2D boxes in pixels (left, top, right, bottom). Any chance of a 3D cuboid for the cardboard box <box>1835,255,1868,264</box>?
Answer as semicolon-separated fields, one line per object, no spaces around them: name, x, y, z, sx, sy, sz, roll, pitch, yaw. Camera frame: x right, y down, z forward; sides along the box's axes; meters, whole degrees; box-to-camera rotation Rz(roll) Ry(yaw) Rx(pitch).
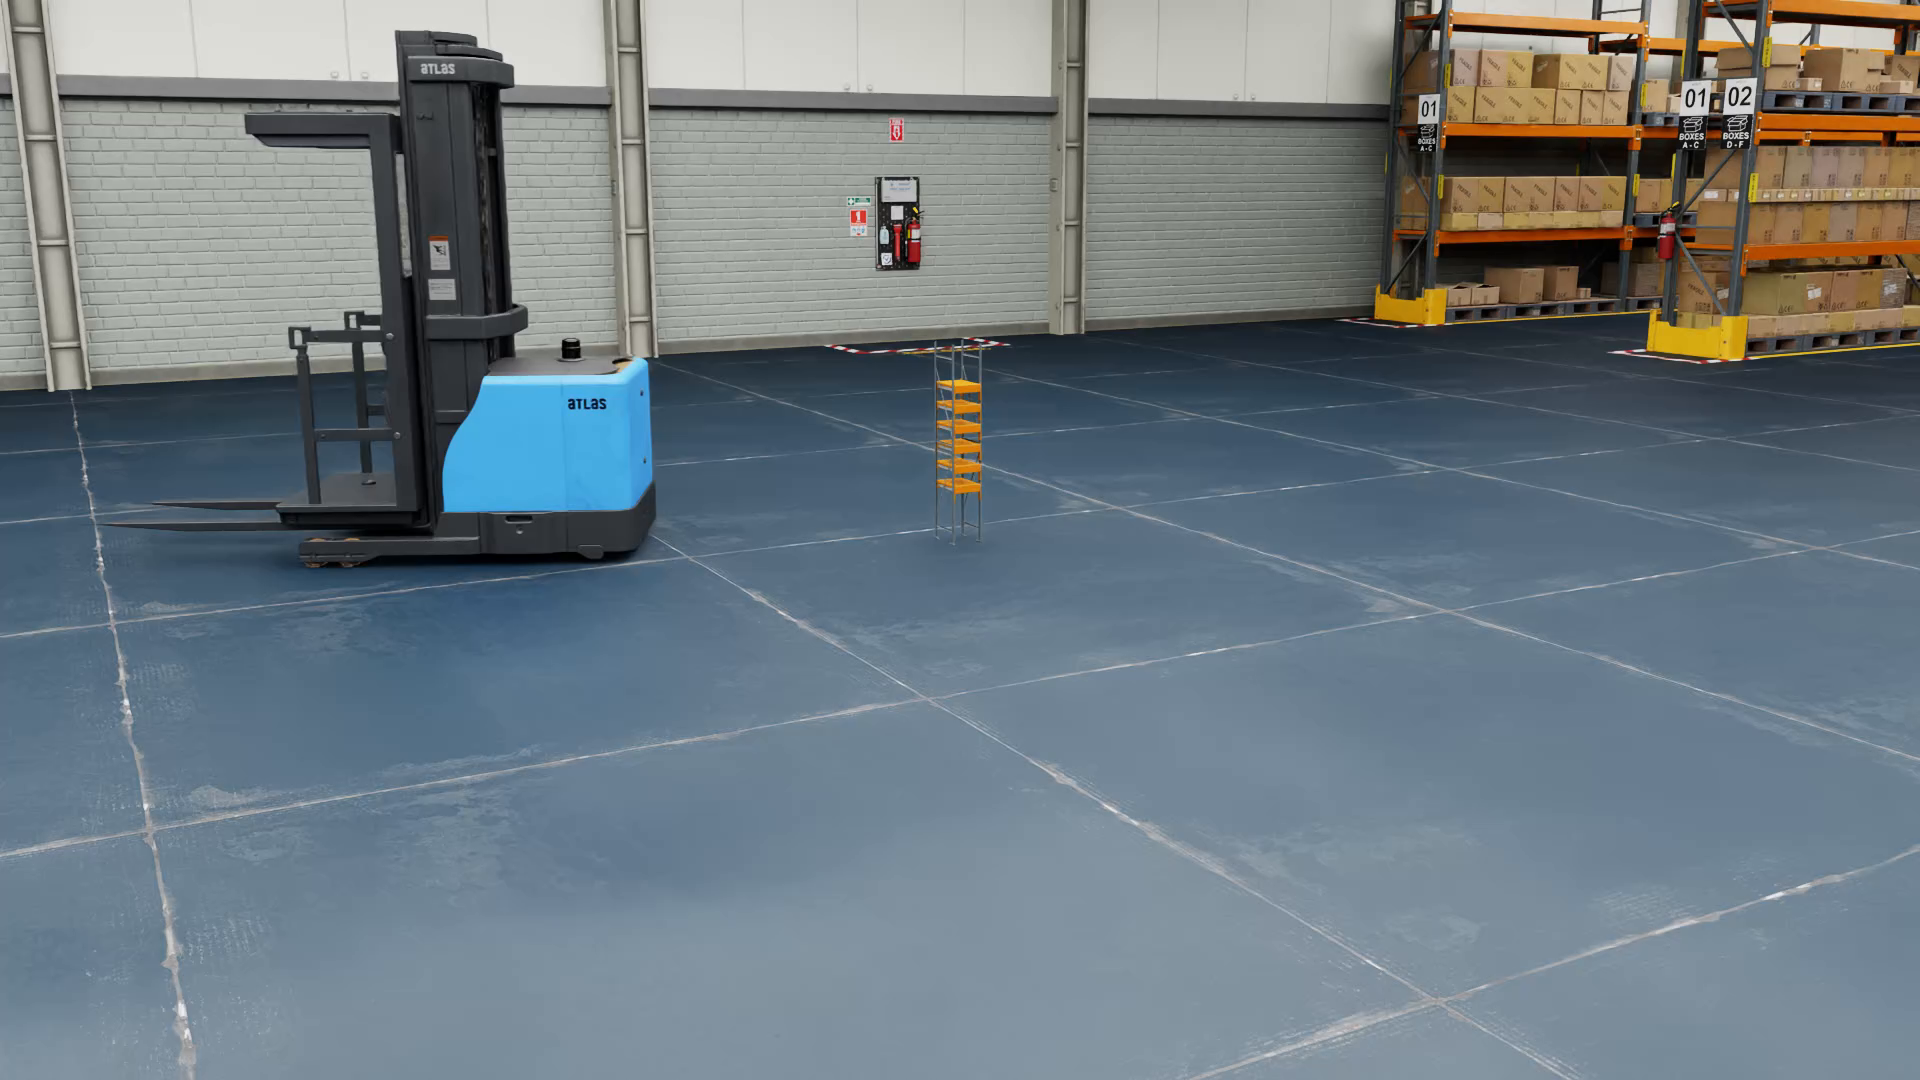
cardboard box;15.013;-4.804;28.563;0.750;0.750;0.750;-7;14;-28

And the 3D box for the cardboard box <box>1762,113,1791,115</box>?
cardboard box;13.030;-6.807;26.848;0.500;0.311;0.500;-7;14;-28

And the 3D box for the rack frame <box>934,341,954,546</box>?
rack frame;-0.093;-0.574;9.928;0.006;1.200;0.240;-7;14;-28

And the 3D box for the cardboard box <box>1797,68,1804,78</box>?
cardboard box;10.260;-5.633;20.401;0.500;0.311;0.500;-5;14;-21

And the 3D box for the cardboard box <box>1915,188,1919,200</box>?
cardboard box;12.044;-4.400;21.121;0.250;0.149;0.380;-7;15;-29

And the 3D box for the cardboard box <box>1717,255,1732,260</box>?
cardboard box;12.395;-4.732;27.288;0.500;0.250;0.500;-7;14;-27

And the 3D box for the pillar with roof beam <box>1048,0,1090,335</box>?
pillar with roof beam;3.507;-6.370;17.916;0.400;9.000;9.100;-7;14;-28

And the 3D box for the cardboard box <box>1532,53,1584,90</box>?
cardboard box;8.782;-6.872;24.431;0.500;0.500;0.500;-7;15;-30

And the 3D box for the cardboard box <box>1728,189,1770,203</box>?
cardboard box;9.335;-4.074;19.675;0.250;0.149;0.380;-7;14;-28

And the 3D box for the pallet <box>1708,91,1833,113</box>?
pallet;9.520;-5.199;19.747;1.213;0.211;1.003;-7;14;-28

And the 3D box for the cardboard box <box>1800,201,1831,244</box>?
cardboard box;10.200;-3.912;20.431;0.500;0.500;0.700;-7;14;-27

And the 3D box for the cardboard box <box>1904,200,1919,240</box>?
cardboard box;12.012;-4.131;21.404;0.500;0.500;0.700;-7;15;-29

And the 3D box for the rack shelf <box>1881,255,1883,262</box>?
rack shelf;14.154;-3.989;22.642;4.000;0.370;1.077;-7;14;-28

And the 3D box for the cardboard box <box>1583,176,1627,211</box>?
cardboard box;9.755;-5.277;25.314;0.500;0.500;0.500;-7;14;-28

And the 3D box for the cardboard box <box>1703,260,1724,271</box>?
cardboard box;11.995;-4.325;27.185;0.500;0.500;0.700;-7;14;-28

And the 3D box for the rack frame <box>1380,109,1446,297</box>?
rack frame;6.510;-4.663;23.998;0.127;3.000;1.000;-7;14;-28

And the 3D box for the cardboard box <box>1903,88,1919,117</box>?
cardboard box;16.218;-7.581;28.902;0.500;0.500;0.700;-8;15;-31

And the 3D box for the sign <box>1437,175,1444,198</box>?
sign;6.771;-4.981;23.439;0.005;0.325;0.100;-7;14;-28

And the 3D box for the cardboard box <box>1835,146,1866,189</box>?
cardboard box;10.690;-4.605;20.558;0.500;0.500;0.700;-7;14;-28

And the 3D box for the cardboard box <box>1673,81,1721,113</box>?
cardboard box;11.622;-6.973;26.245;0.500;0.500;0.500;-7;15;-30

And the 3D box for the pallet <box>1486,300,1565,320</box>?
pallet;8.377;-3.517;25.256;1.213;0.211;1.003;-7;14;-28

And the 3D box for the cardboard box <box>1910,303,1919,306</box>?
cardboard box;12.871;-2.988;21.860;0.500;0.250;0.500;-7;15;-29

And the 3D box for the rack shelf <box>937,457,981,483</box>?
rack shelf;-0.013;-0.423;10.007;0.180;0.103;0.258;-7;14;-28

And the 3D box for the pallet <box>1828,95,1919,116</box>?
pallet;11.662;-5.455;20.887;1.213;0.211;1.003;-7;14;-28

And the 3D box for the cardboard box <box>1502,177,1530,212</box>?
cardboard box;7.969;-5.061;24.355;0.500;0.500;0.500;-7;15;-30

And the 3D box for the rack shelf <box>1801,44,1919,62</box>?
rack shelf;15.288;-8.096;28.137;4.000;0.370;1.077;-7;14;-28

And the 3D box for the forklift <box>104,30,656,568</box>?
forklift;-3.393;-1.392;9.621;3.031;2.935;1.130;-1;13;-3

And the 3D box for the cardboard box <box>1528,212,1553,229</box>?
cardboard box;8.435;-4.753;24.691;0.500;0.250;0.500;-7;14;-27

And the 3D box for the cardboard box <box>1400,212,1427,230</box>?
cardboard box;6.828;-4.686;24.397;0.500;0.250;0.500;-7;14;-27

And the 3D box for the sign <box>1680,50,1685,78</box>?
sign;8.639;-5.672;19.811;0.005;0.325;0.100;-7;14;-28

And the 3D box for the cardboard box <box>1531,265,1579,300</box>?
cardboard box;9.130;-3.962;25.575;0.500;0.500;0.500;-8;15;-32

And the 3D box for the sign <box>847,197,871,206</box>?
sign;-1.270;-4.256;20.901;0.331;0.109;0.001;-7;14;-28

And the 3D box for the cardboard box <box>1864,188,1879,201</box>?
cardboard box;11.147;-4.292;20.643;0.250;0.149;0.380;-6;14;-26

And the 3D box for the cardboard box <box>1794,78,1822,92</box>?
cardboard box;10.004;-5.413;19.794;0.250;0.149;0.380;-7;14;-28

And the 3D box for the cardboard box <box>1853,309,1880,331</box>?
cardboard box;11.220;-2.796;21.008;0.500;0.250;0.500;-7;14;-28

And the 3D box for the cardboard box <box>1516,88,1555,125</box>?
cardboard box;8.326;-6.338;24.333;0.500;0.500;0.500;-6;14;-24

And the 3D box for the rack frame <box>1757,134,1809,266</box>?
rack frame;13.532;-5.505;27.738;0.127;3.000;1.000;-7;14;-28

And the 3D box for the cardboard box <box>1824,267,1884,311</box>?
cardboard box;11.214;-3.164;20.937;0.500;0.500;0.500;-7;14;-28

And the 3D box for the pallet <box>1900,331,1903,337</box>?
pallet;13.026;-2.854;22.312;1.213;0.211;1.003;-7;14;-28

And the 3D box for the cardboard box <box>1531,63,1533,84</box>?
cardboard box;8.126;-6.927;24.676;0.500;0.500;0.500;-7;14;-28

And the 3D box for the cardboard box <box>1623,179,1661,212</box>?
cardboard box;10.484;-5.394;26.017;0.500;0.500;0.700;-7;14;-28

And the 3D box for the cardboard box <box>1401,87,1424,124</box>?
cardboard box;6.755;-6.278;24.068;0.500;0.500;0.500;-6;14;-24

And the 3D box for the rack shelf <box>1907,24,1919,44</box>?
rack shelf;14.154;-6.721;22.027;4.000;0.370;1.077;-7;14;-28

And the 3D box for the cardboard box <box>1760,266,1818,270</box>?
cardboard box;10.526;-3.212;21.150;0.500;0.500;0.500;-7;14;-28

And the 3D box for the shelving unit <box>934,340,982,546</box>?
shelving unit;-0.013;-0.584;9.971;0.189;1.200;0.258;-7;14;-28

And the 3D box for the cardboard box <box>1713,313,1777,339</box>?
cardboard box;9.465;-2.586;20.074;0.500;0.250;0.500;-7;14;-28

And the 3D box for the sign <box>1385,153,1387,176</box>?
sign;6.262;-5.491;24.321;0.005;0.325;0.100;-7;14;-28

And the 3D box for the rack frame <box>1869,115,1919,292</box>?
rack frame;12.398;-4.130;21.628;0.127;3.000;1.000;-7;14;-28

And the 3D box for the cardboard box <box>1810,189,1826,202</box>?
cardboard box;10.240;-4.183;20.159;0.250;0.149;0.380;-7;15;-30

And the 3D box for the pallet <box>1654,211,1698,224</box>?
pallet;11.814;-5.195;26.798;1.213;0.211;1.003;-7;14;-28

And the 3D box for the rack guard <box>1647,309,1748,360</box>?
rack guard;8.866;-2.487;20.021;0.348;0.500;1.175;-7;14;-28

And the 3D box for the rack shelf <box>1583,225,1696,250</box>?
rack shelf;11.777;-4.943;26.882;4.000;0.370;1.077;-7;14;-28
